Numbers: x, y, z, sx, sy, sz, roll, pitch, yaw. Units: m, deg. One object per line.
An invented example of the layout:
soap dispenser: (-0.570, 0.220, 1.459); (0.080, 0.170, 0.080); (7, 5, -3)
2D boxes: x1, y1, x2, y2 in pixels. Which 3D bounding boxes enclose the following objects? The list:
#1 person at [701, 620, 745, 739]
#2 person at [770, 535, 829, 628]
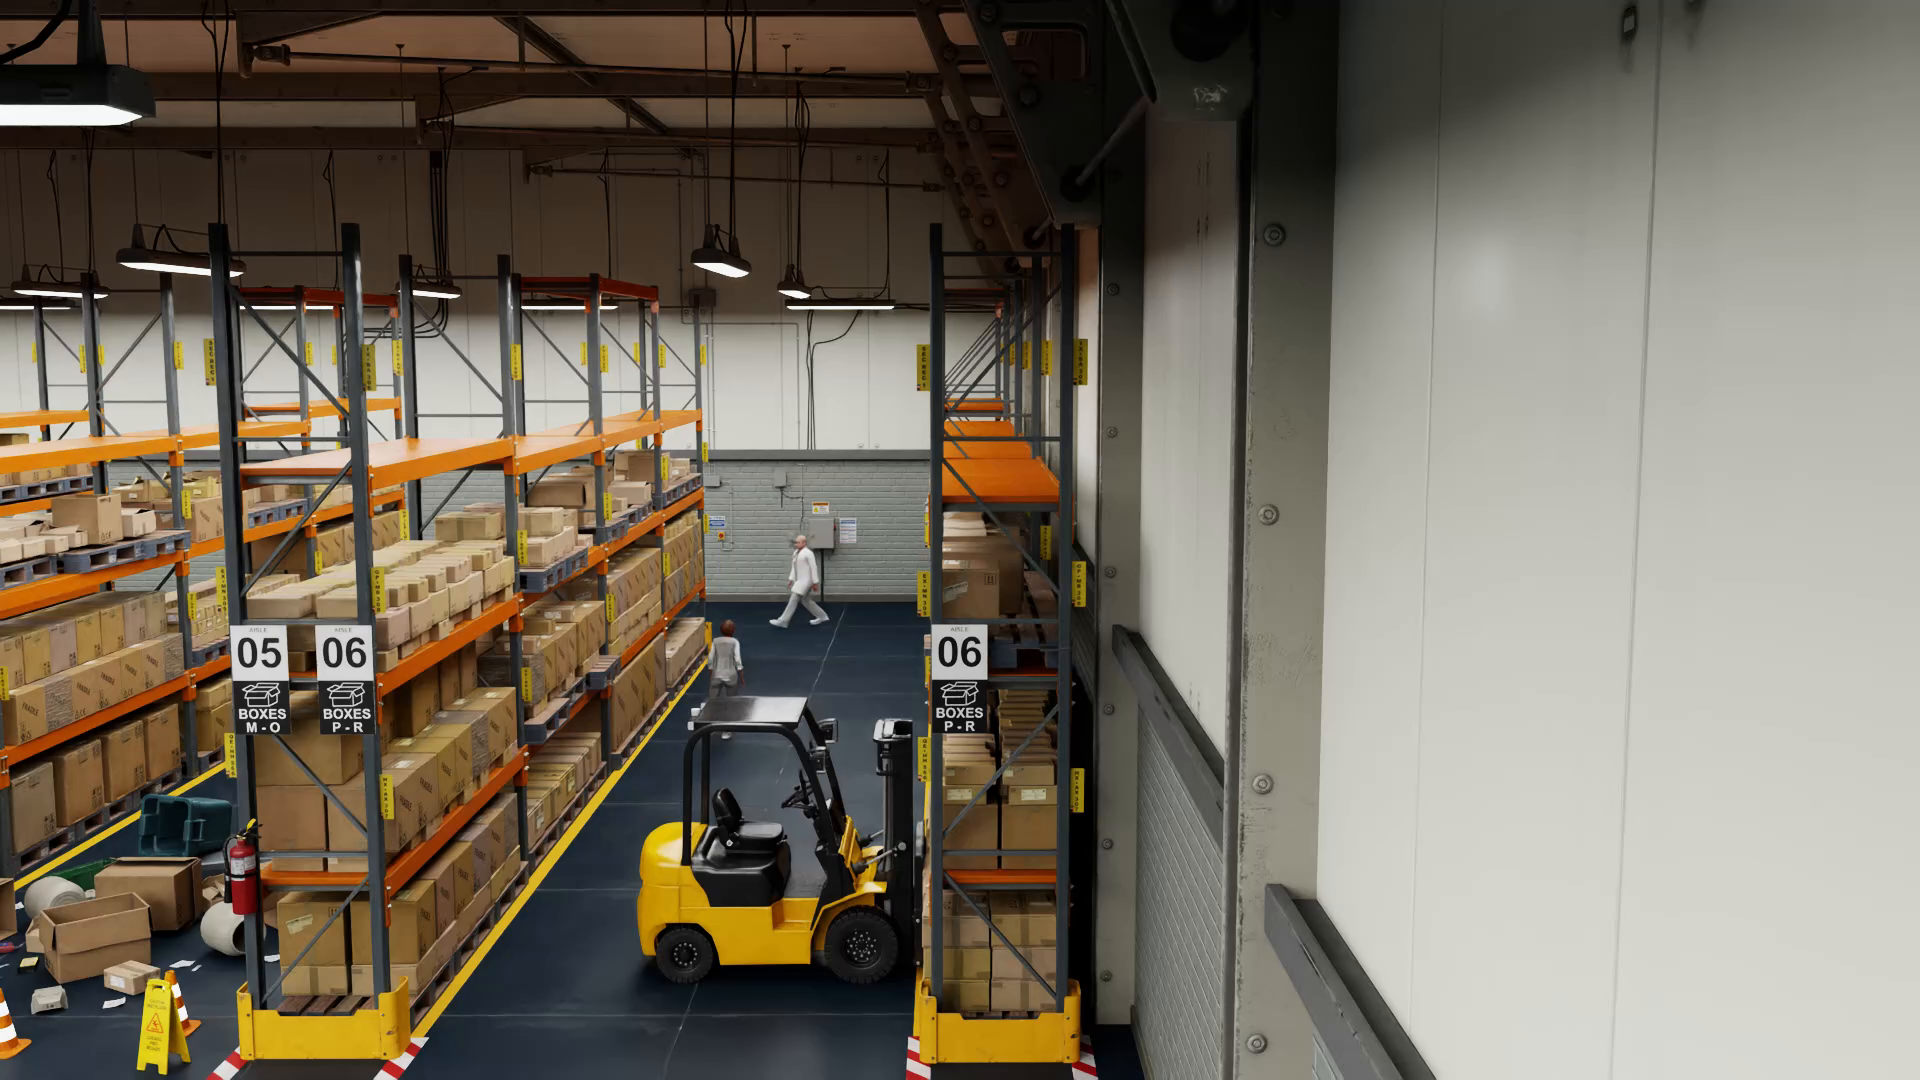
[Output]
person: (-3.099, 1.854, 21.780); (0.520, 1.570, 0.622); (0, 7, 4)
person: (-2.951, 0.756, 30.527); (1.199, 1.700, 0.562); (-3, 7, -26)
